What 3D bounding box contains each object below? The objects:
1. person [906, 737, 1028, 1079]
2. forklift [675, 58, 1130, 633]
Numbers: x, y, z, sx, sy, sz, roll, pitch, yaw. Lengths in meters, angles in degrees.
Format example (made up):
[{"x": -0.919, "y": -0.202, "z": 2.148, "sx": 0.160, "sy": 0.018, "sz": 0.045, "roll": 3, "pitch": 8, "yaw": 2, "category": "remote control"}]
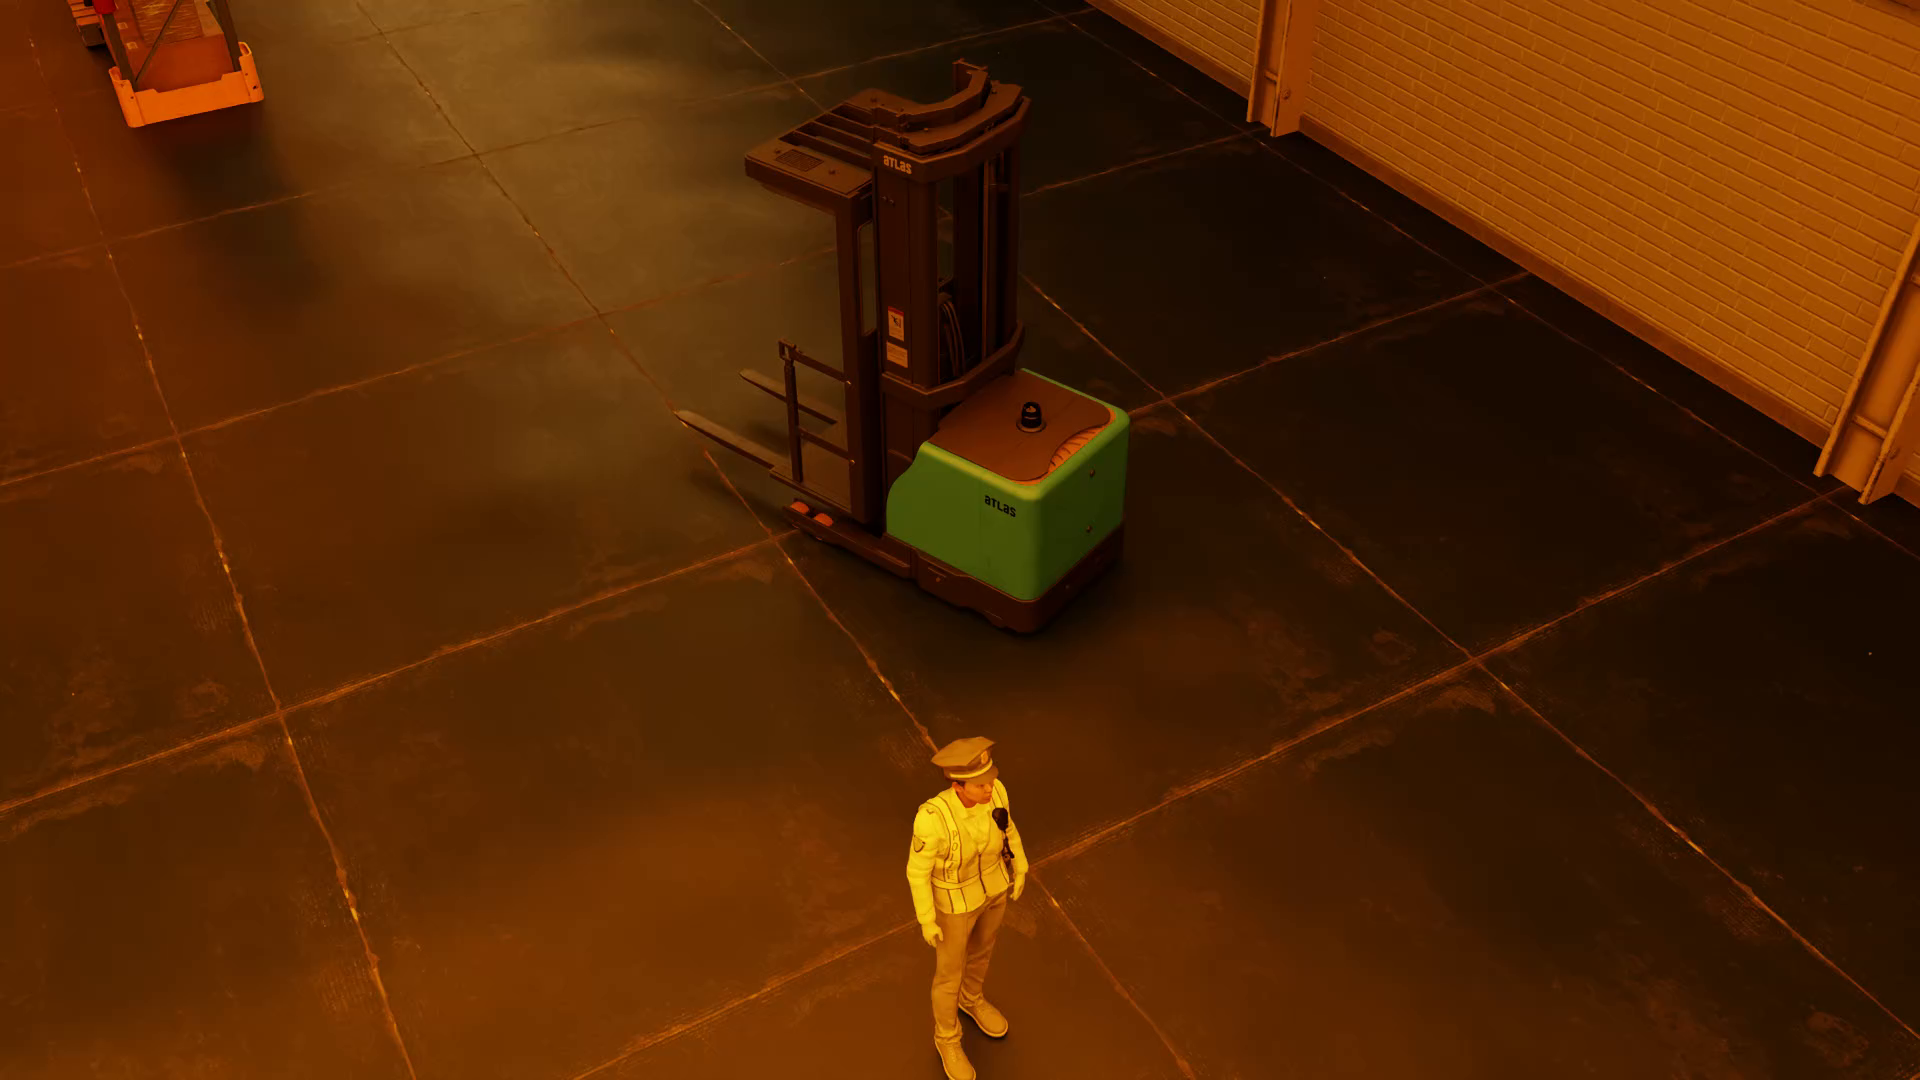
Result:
[{"x": 0.077, "y": 1.551, "z": 7.124, "sx": 0.588, "sy": 1.696, "sz": 0.534, "roll": -26, "pitch": 46, "yaw": -28, "category": "person"}, {"x": -0.481, "y": -1.366, "z": 9.683, "sx": 3.031, "sy": 2.935, "sz": 1.130, "roll": 26, "pitch": 46, "yaw": 28, "category": "forklift"}]
